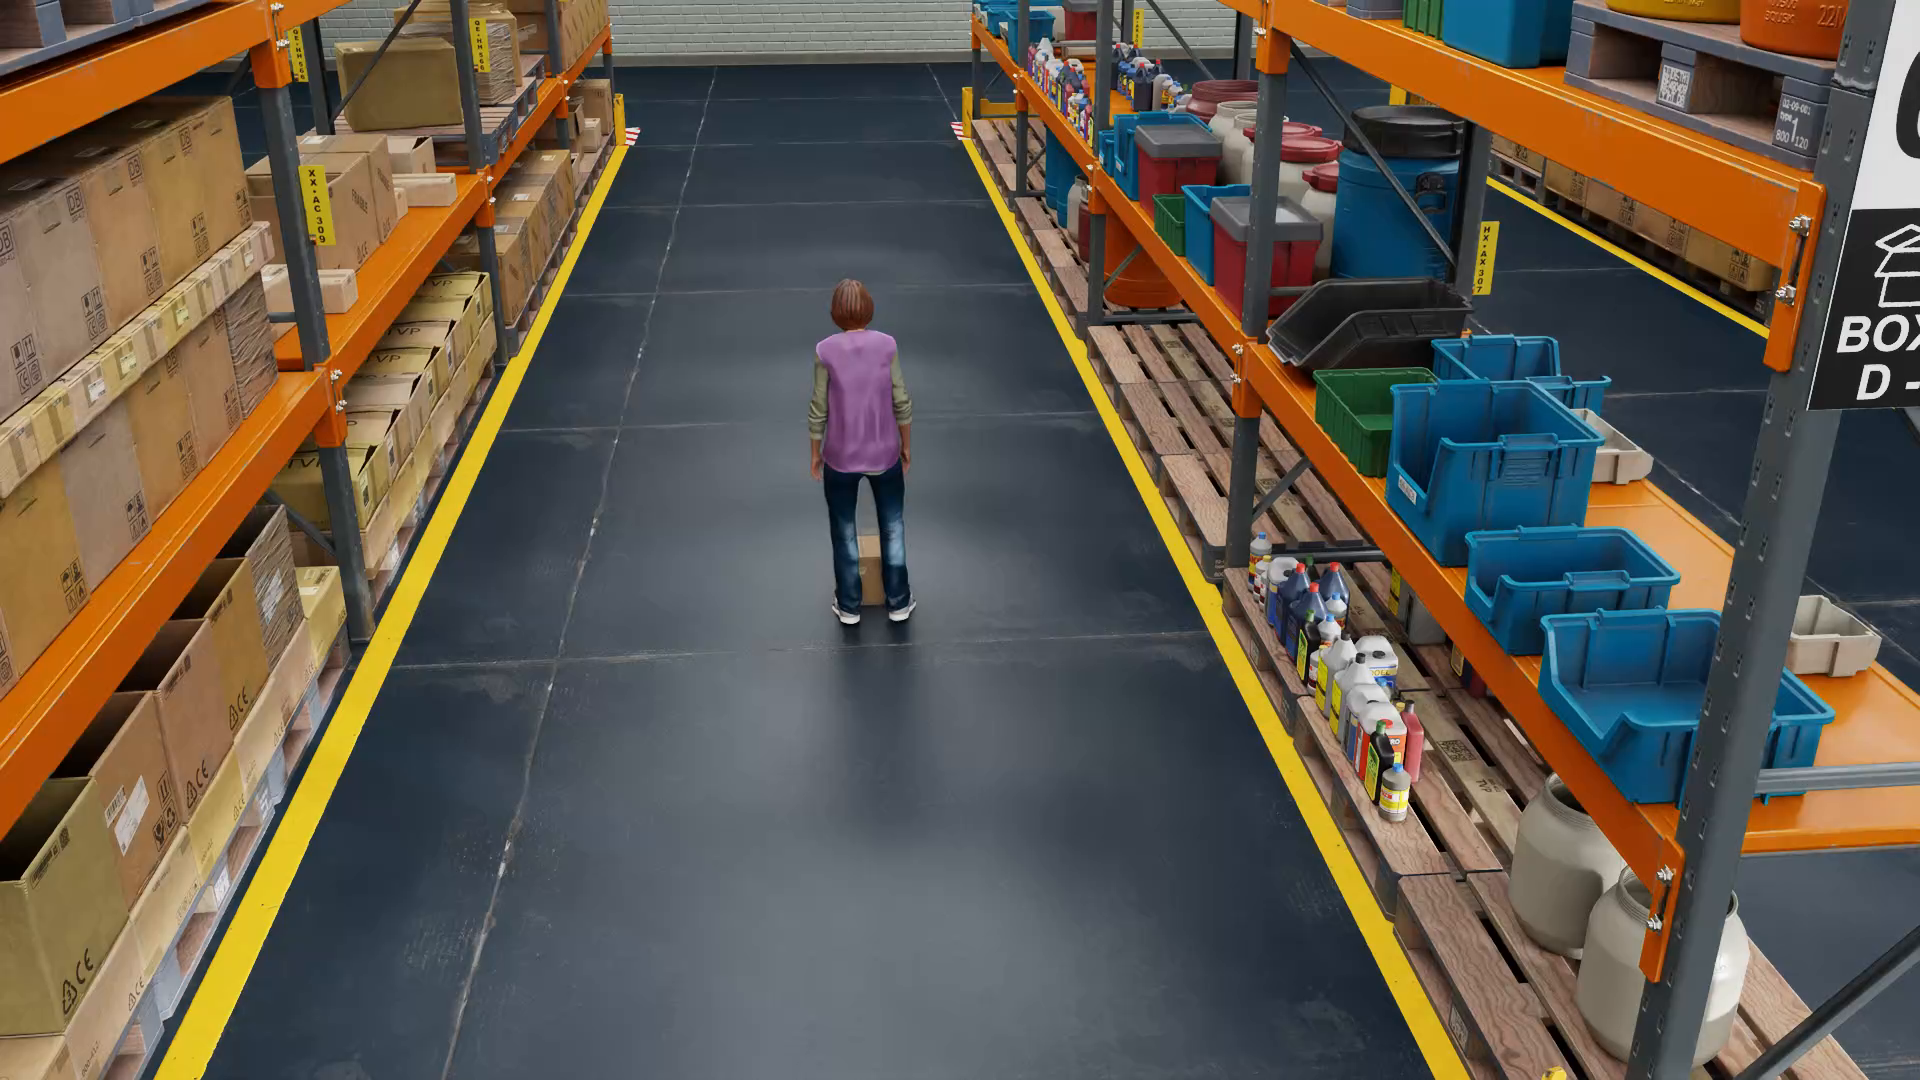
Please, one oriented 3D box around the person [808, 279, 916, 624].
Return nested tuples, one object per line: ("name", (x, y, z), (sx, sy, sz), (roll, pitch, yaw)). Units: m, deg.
("person", (-0.436, -0.370, 7.446), (0.482, 1.591, 0.347), (-4, 24, -8))
